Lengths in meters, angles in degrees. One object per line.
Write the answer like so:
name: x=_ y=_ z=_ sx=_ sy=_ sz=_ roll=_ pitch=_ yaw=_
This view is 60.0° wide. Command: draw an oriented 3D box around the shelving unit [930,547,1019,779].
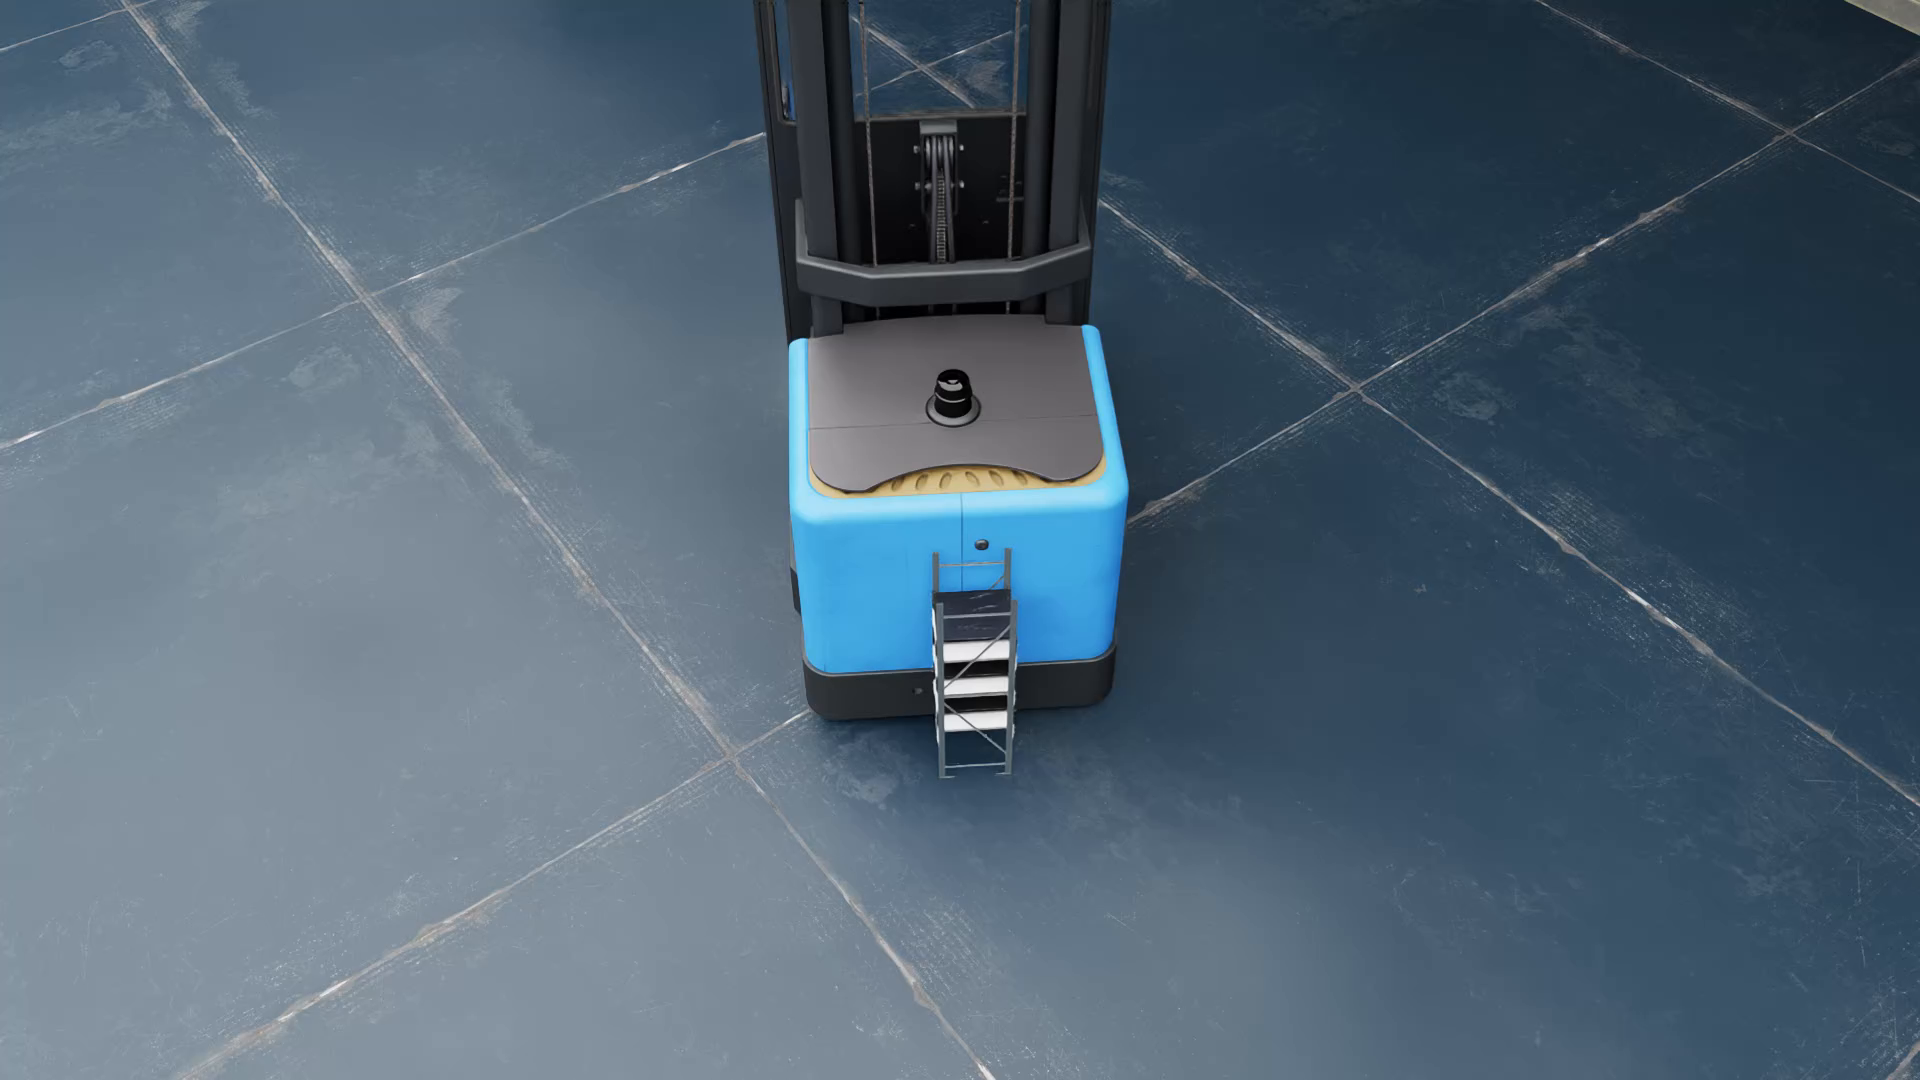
shelving unit: x=0.043 y=0.408 z=5.272 sx=0.258 sy=0.900 sz=0.210 roll=-3 pitch=48 yaw=-3

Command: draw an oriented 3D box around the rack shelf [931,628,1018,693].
rack shelf: x=0.043 y=0.370 z=5.230 sx=0.258 sy=0.077 sz=0.200 roll=-3 pitch=48 yaw=-3

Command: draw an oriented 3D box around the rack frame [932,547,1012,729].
rack frame: x=0.036 y=0.333 z=5.340 sx=0.240 sy=0.900 sz=0.006 roll=-3 pitch=48 yaw=-3

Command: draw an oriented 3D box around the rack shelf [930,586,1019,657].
rack shelf: x=0.043 y=0.249 z=5.097 sx=0.258 sy=0.077 sz=0.200 roll=-3 pitch=48 yaw=-3

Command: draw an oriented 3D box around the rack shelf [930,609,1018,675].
rack shelf: x=0.043 y=0.310 z=5.164 sx=0.258 sy=0.077 sz=0.200 roll=-3 pitch=48 yaw=-3

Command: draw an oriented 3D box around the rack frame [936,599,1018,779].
rack frame: x=0.051 y=0.484 z=5.204 sx=0.240 sy=0.900 sz=0.006 roll=-3 pitch=48 yaw=-3

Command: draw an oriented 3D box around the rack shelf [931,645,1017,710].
rack shelf: x=0.043 y=0.431 z=5.297 sx=0.258 sy=0.077 sz=0.200 roll=-3 pitch=48 yaw=-3

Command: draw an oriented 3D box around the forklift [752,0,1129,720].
forklift: x=-0.100 y=-1.472 z=5.606 sx=1.130 sy=2.935 sz=3.031 roll=-3 pitch=48 yaw=-3

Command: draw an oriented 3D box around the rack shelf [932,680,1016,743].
rack shelf: x=0.043 y=0.552 z=5.430 sx=0.258 sy=0.077 sz=0.200 roll=-3 pitch=48 yaw=-3

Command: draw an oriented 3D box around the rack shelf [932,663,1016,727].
rack shelf: x=0.043 y=0.491 z=5.364 sx=0.258 sy=0.077 sz=0.200 roll=-3 pitch=48 yaw=-3
